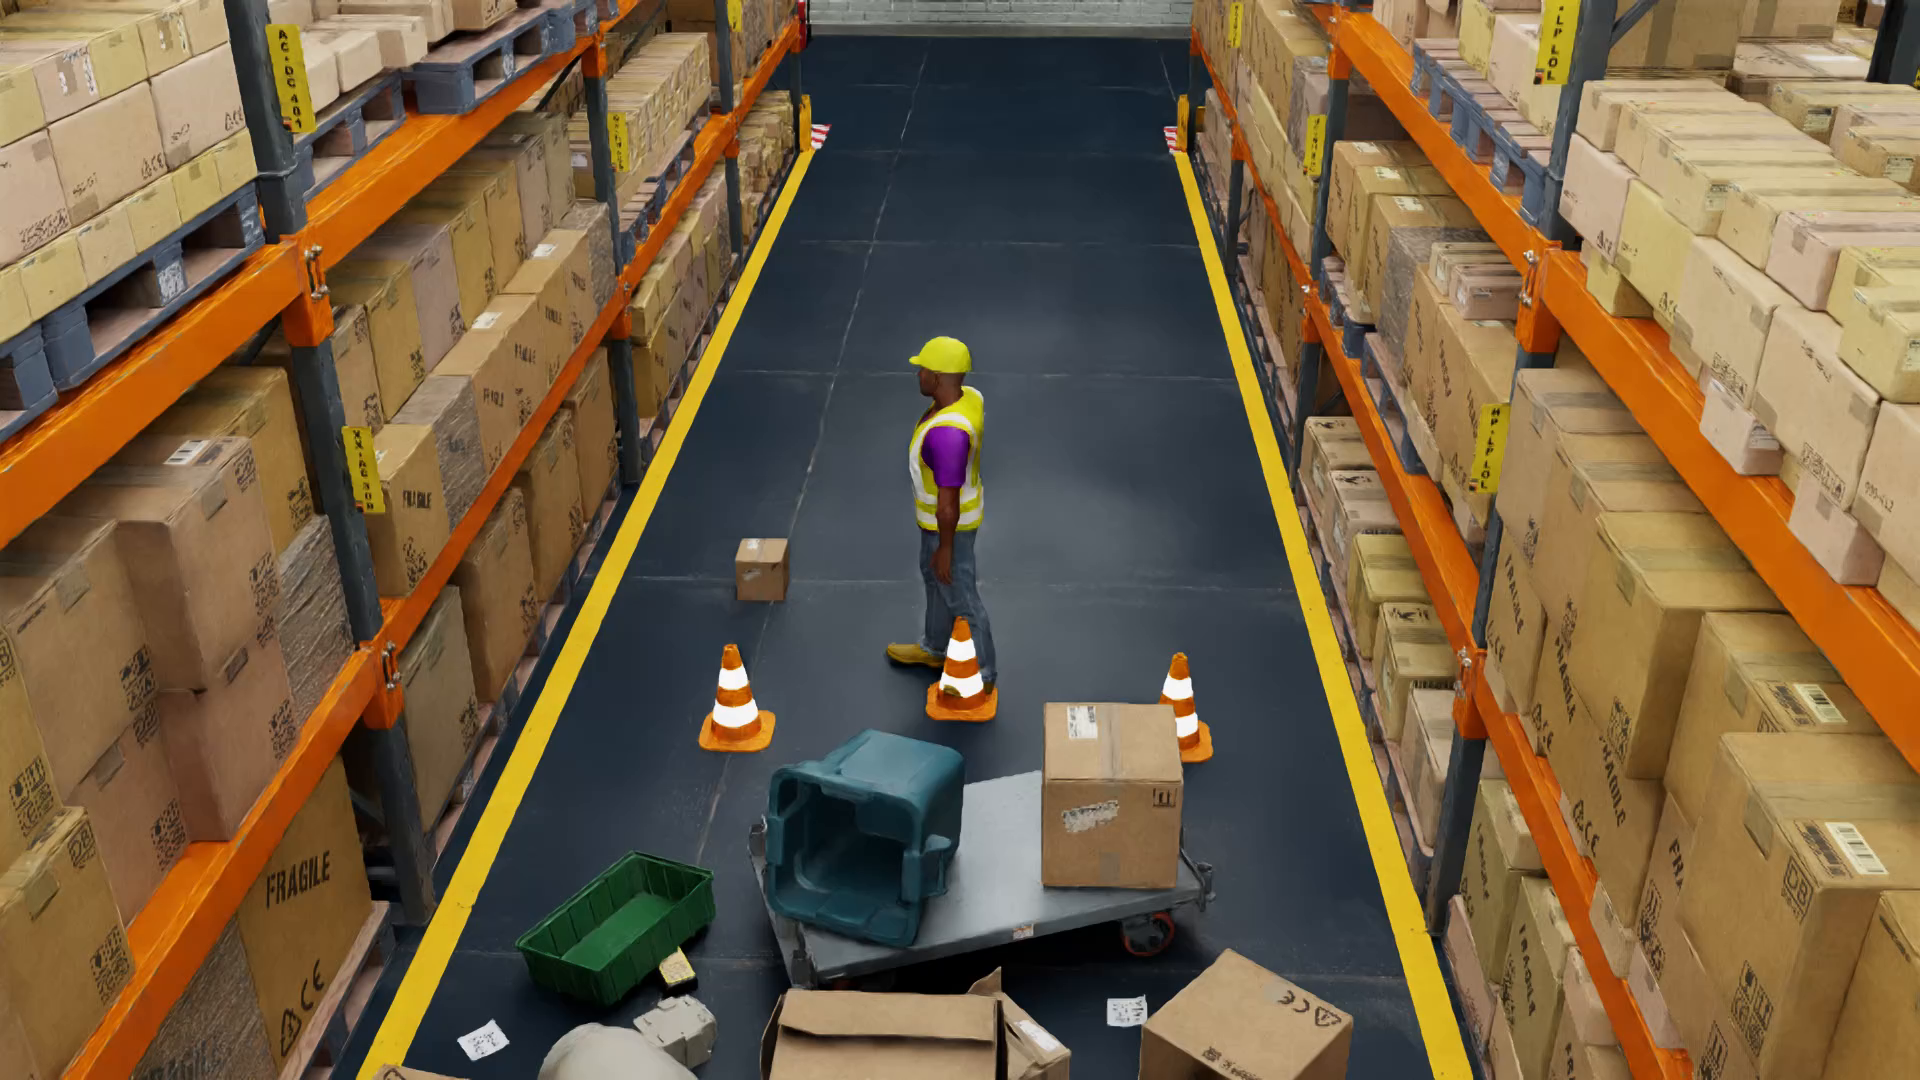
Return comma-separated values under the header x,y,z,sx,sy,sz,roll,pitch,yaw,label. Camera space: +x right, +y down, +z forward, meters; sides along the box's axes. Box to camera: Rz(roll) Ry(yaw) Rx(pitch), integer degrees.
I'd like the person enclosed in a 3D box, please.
x,y,z,sx,sy,sz,roll,pitch,yaw,label
-0.095,-0.121,7.795,0.567,1.769,0.732,2,28,3,person
